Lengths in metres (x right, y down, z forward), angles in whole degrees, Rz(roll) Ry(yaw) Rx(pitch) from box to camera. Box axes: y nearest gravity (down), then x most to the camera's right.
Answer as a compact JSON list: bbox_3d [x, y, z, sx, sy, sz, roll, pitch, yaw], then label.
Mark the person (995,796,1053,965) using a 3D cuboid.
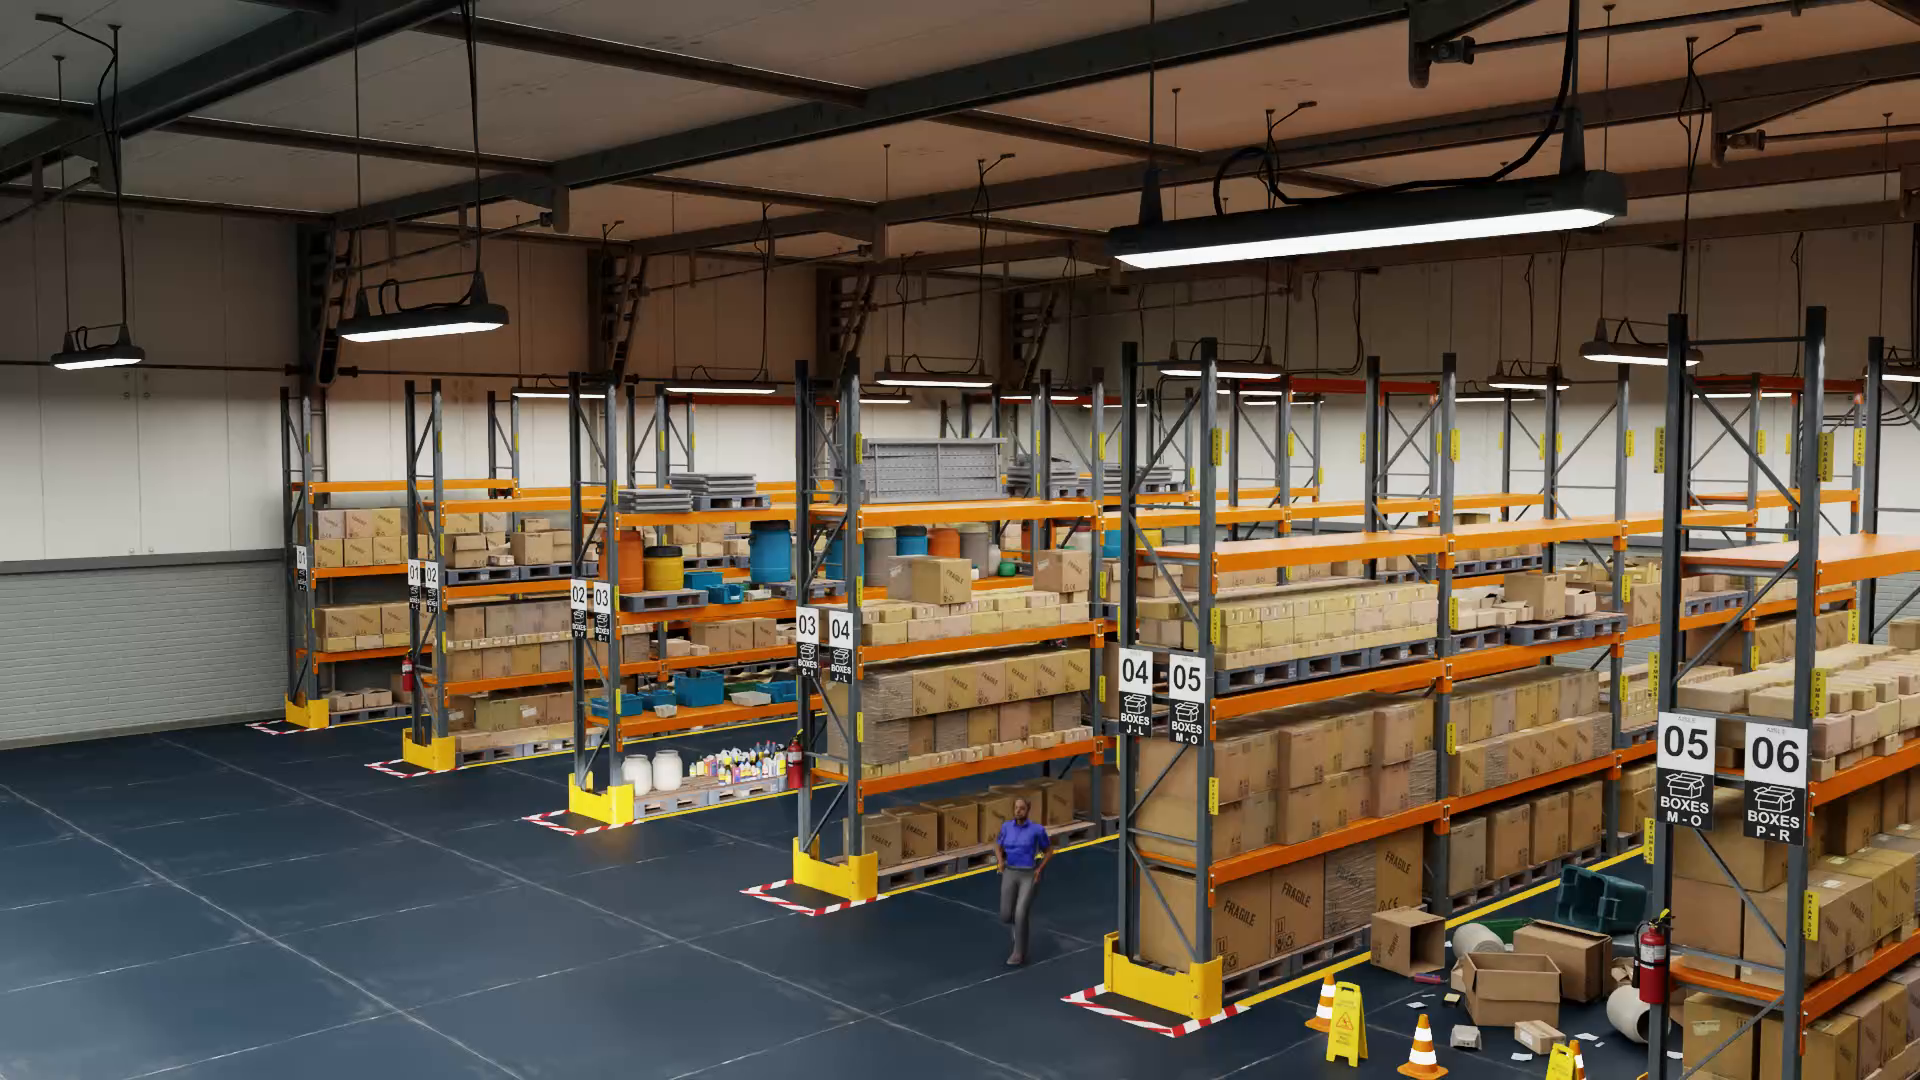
[{"bbox_3d":[0.621,3.321,16.360,0.581,1.606,0.631,1,4,19],"label":"person"}]
